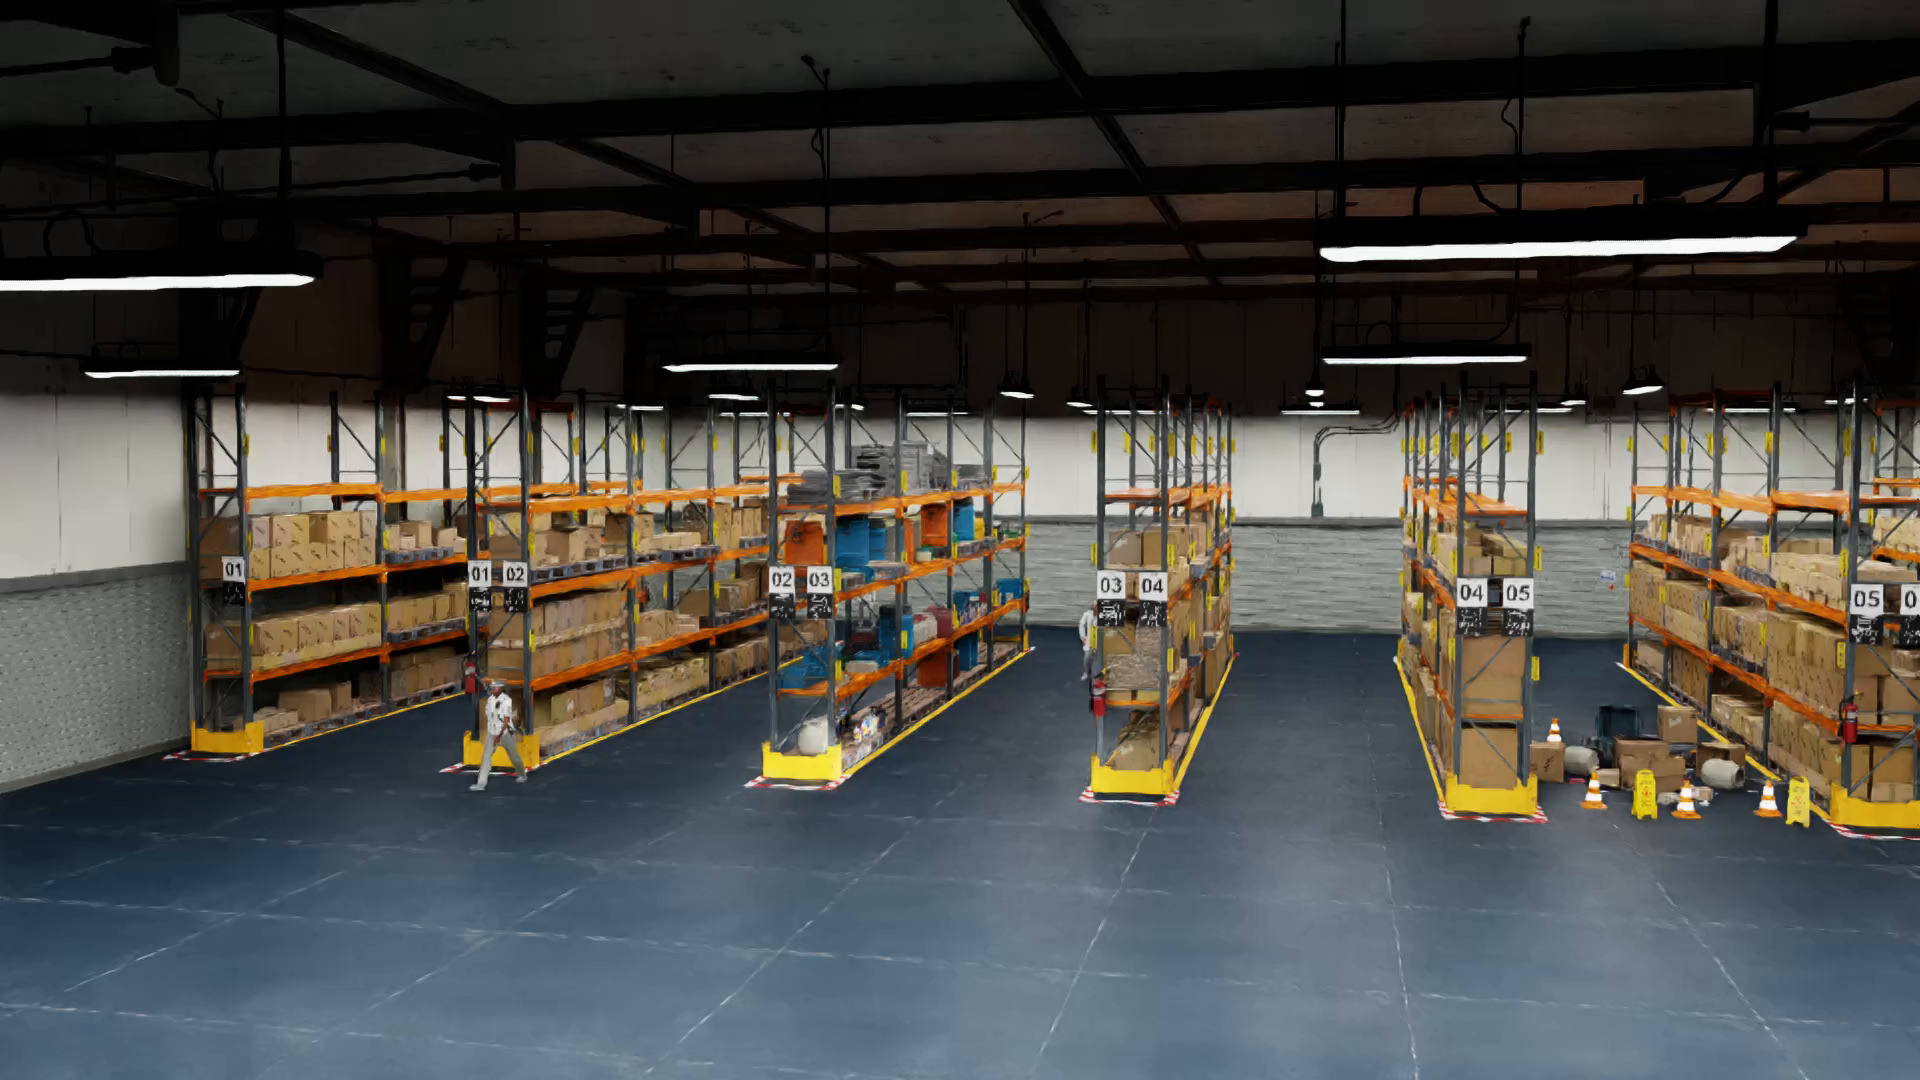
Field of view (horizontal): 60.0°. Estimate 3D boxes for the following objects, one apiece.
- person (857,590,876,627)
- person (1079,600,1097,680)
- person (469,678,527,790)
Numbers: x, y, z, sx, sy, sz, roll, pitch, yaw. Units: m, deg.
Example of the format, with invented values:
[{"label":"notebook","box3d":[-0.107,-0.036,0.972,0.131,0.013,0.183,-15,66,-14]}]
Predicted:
[{"label":"person","box3d":[-2.537,1.629,44.811,0.639,1.610,0.807,0,3,-4]},{"label":"person","box3d":[2.881,2.124,35.273,0.729,1.733,0.546,1,3,11]},{"label":"person","box3d":[-6.692,2.792,24.171,0.443,1.623,0.991,1,4,21]}]
